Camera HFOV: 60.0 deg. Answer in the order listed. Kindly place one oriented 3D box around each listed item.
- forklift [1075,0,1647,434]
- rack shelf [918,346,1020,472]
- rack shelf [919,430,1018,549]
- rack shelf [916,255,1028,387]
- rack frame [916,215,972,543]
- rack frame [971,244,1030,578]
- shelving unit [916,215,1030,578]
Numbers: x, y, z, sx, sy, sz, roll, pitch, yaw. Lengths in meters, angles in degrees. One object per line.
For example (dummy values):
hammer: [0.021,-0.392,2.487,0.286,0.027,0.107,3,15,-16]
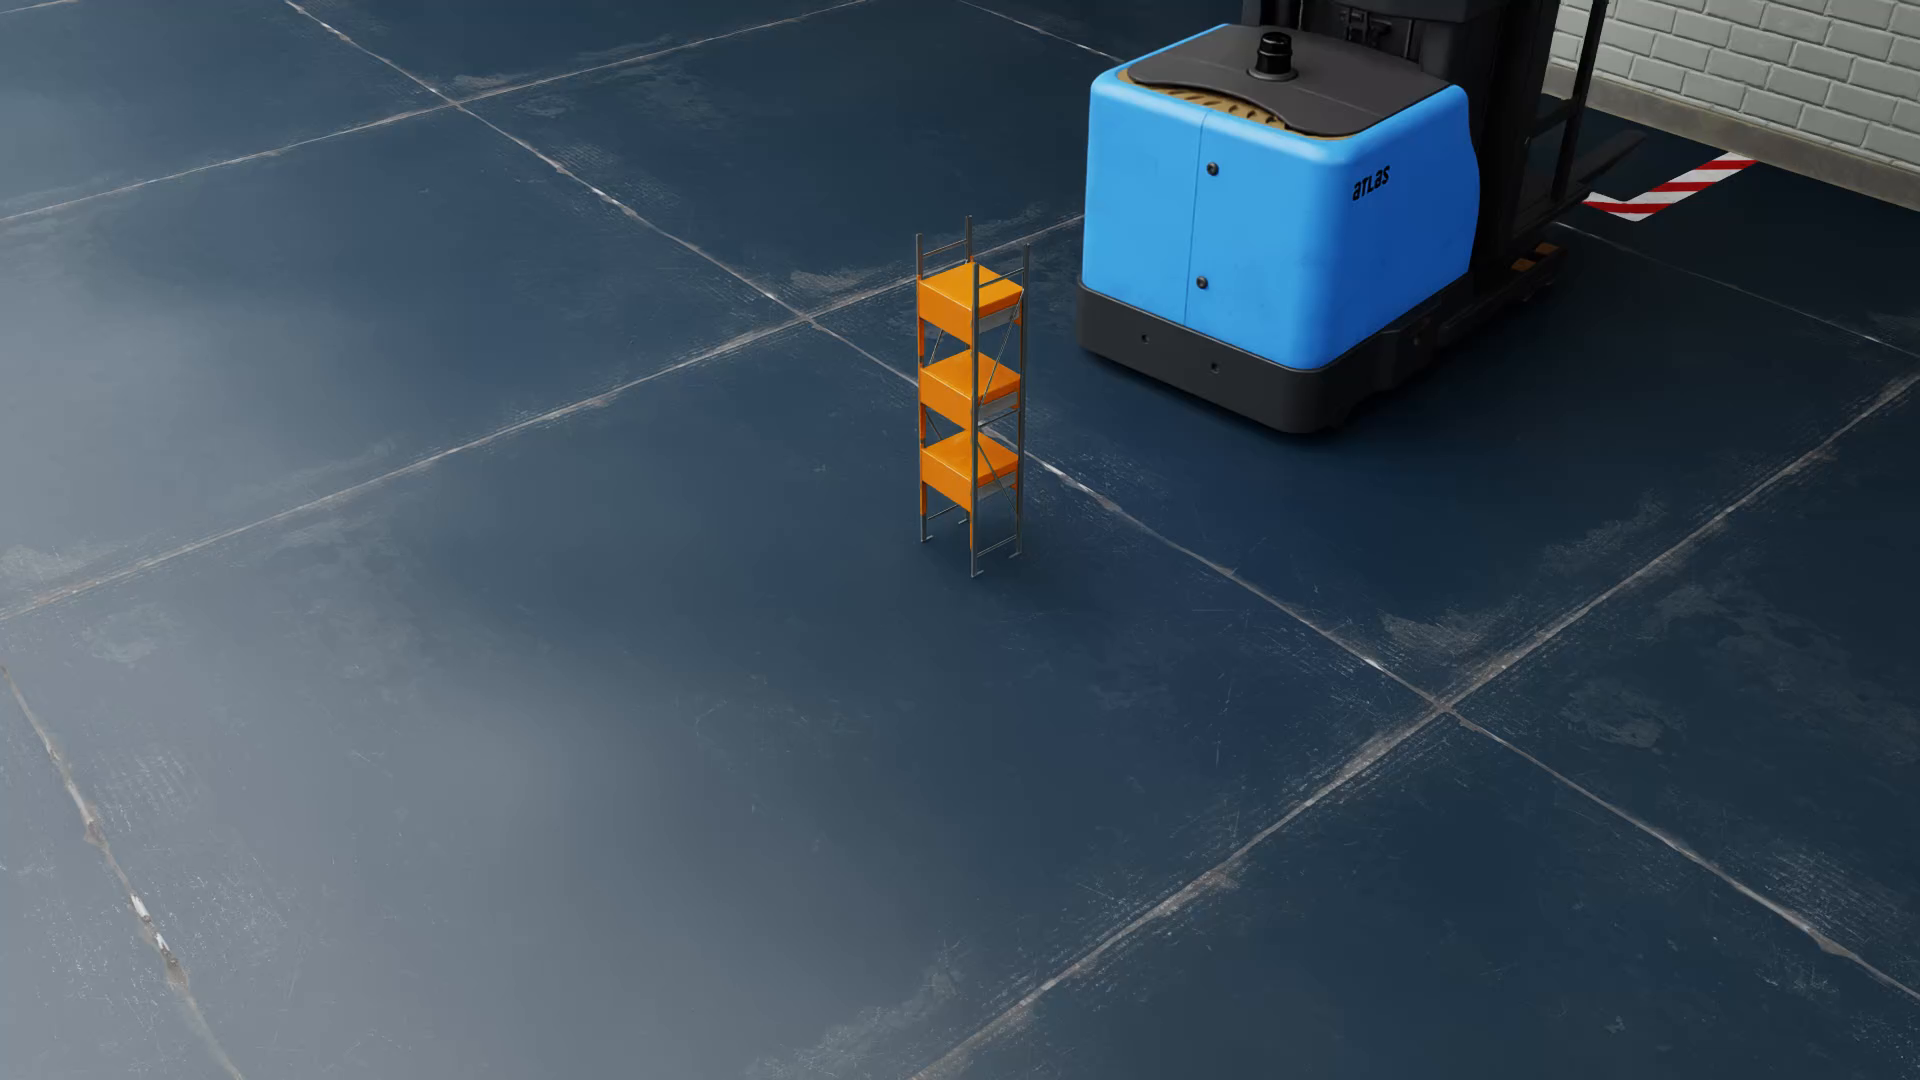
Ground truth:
forklift: [1.796,-2.320,5.990,1.130,2.935,3.031,28,44,34]
rack shelf: [0.035,-0.396,4.919,0.215,0.259,0.240,-26,43,-32]
rack shelf: [0.035,-0.169,5.080,0.215,0.259,0.240,-26,43,-32]
rack shelf: [0.035,-0.628,4.755,0.215,0.259,0.240,-26,43,-32]
rack frame: [-0.044,-0.459,4.989,0.200,1.050,0.008,-26,43,-32]
rack frame: [0.113,-0.351,4.837,0.200,1.050,0.008,-26,43,-32]
shelving unit: [0.035,-0.405,4.913,0.215,1.050,0.252,-26,43,-32]
